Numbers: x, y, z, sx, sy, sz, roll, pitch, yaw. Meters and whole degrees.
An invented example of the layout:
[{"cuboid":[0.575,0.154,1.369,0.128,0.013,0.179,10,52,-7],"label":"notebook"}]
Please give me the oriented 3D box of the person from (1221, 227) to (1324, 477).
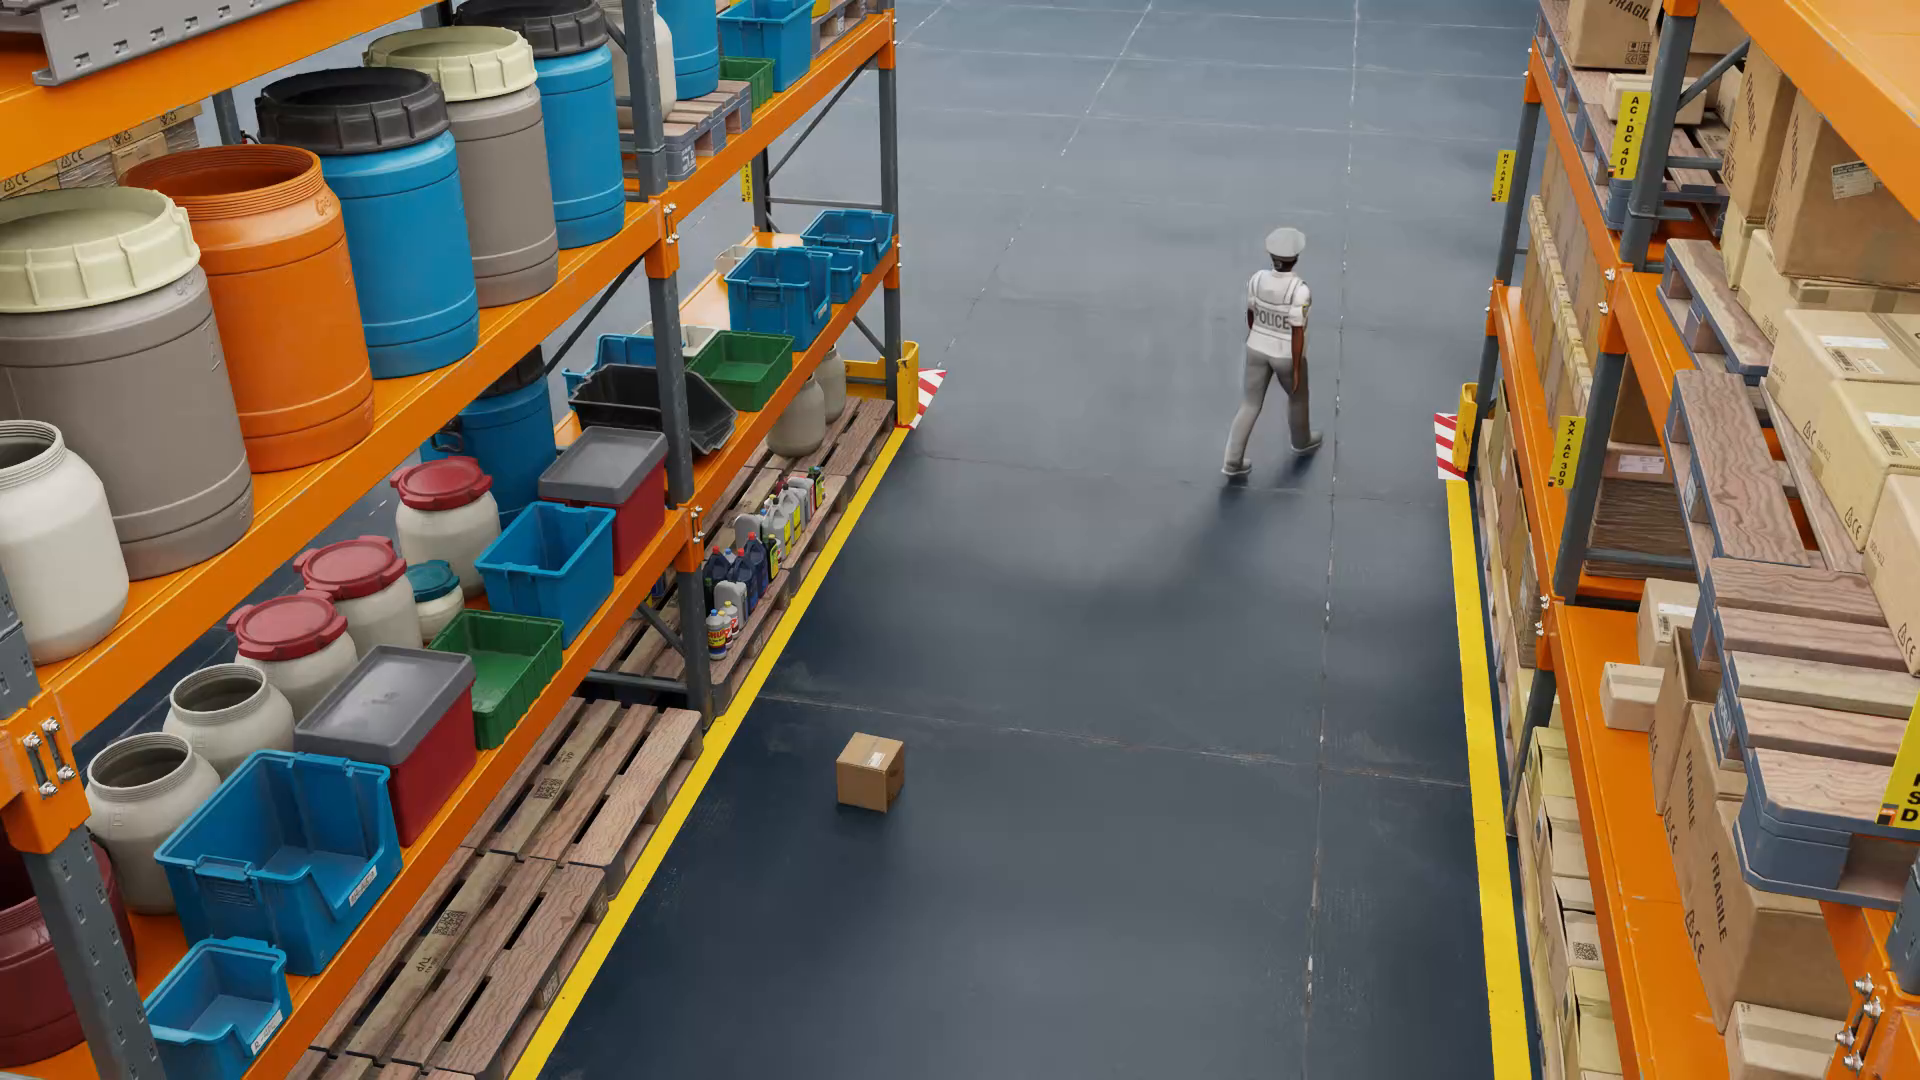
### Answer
[{"cuboid":[2.090,-1.262,10.848,0.482,1.634,0.966,19,34,31],"label":"person"}]
